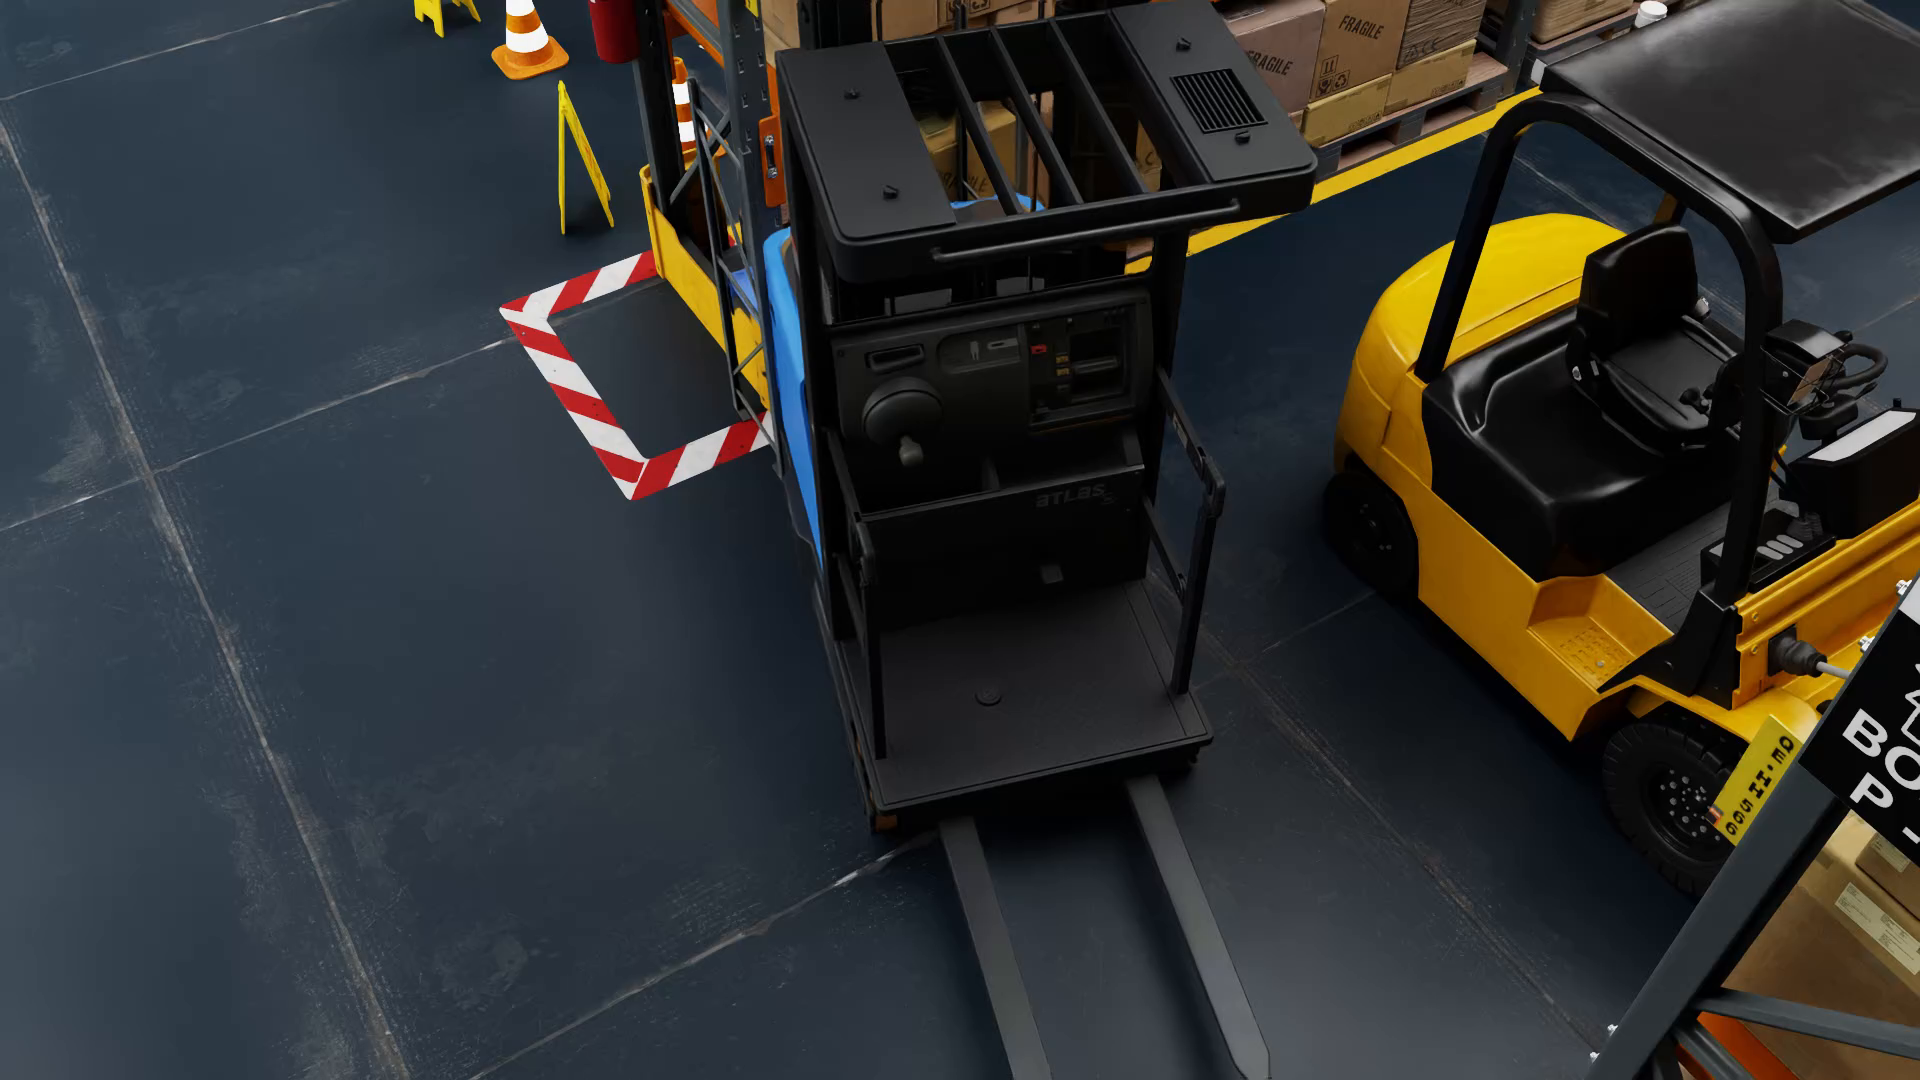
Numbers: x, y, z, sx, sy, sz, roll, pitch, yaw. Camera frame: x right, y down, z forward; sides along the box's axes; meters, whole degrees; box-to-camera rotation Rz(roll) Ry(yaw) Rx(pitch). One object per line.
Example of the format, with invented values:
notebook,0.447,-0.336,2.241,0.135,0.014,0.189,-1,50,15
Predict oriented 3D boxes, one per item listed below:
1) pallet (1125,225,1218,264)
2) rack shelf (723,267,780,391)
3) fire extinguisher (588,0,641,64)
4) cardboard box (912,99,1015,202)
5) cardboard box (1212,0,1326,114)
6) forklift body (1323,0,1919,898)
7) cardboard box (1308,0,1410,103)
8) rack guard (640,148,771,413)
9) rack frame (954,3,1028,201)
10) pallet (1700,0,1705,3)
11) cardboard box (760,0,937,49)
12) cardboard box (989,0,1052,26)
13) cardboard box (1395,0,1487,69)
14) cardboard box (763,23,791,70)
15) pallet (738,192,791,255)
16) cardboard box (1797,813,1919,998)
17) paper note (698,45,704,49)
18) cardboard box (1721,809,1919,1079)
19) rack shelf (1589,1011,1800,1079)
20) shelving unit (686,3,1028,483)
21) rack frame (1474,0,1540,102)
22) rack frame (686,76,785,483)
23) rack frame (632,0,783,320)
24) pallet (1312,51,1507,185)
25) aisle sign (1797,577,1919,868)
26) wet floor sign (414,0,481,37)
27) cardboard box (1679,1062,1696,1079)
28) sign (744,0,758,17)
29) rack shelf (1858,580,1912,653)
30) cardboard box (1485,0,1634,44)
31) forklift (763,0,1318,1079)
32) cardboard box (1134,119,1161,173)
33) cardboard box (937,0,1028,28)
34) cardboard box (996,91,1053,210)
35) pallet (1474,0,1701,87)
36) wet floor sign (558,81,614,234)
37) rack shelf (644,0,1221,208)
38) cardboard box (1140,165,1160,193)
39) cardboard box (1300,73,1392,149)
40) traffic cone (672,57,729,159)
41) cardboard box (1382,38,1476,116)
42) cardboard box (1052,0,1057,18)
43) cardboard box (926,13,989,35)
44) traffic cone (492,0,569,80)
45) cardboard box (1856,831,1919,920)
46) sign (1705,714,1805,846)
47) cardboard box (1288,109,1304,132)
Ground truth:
pallet,0.830,-1.774,7.689,1.213,0.211,1.003,-25,53,-21
rack shelf,-0.336,-0.945,6.289,1.000,0.185,0.538,-21,51,-18
fire extinguisher,-1.314,-2.106,6.169,0.183,0.674,0.296,-25,53,-21
cardboard box,-0.121,-1.518,6.651,0.500,0.500,0.500,-27,54,-22
cardboard box,1.195,-2.142,7.207,0.500,0.500,0.500,-23,52,-19
forklift body,2.311,-0.379,5.147,1.214,2.155,2.313,-25,53,-21
cardboard box,1.626,-2.346,7.389,0.500,0.500,0.500,-24,53,-20
rack guard,-0.907,-1.086,6.882,0.348,0.500,1.175,-25,53,-21
rack frame,0.112,-1.243,6.313,0.032,1.500,0.500,-21,51,-18
pallet,4.103,-3.354,9.095,1.213,0.211,1.003,-25,53,-21
cardboard box,-0.422,-2.032,5.785,0.500,0.500,0.500,-26,53,-21
cardboard box,0.140,-2.044,6.230,0.250,0.149,0.380,-24,53,-20
cardboard box,2.055,-2.550,7.570,0.500,0.500,0.500,-26,53,-21
cardboard box,-0.573,-1.808,6.020,0.250,0.149,0.380,-25,53,-21
pallet,-0.201,-1.291,7.258,1.213,0.211,1.003,-25,53,-21
cardboard box,1.824,0.683,3.132,0.250,0.149,0.380,-24,53,-20
paper note,-1.234,-2.533,8.485,0.148,0.019,0.142,30,55,24
cardboard box,1.957,0.852,3.416,0.500,0.500,0.500,-26,53,-22
rack shelf,3.372,0.689,4.109,4.000,0.370,1.077,-25,53,-21
shelving unit,-0.338,-1.066,6.156,1.048,1.500,0.538,-21,51,-18
rack frame,2.412,-3.481,7.341,0.127,3.000,1.000,-25,53,-21
rack frame,-0.788,-0.889,5.999,0.032,1.500,0.500,-21,51,-18
rack frame,-0.971,-1.887,5.922,0.127,3.000,1.000,-25,53,-21
pallet,1.863,-2.263,8.124,1.213,0.211,1.003,-25,53,-21
aisle sign,1.468,0.223,2.302,0.004,0.787,0.394,-25,53,-21
wet floor sign,-2.666,-2.928,8.425,0.232,0.644,0.267,-34,57,-27
cardboard box,1.904,1.309,3.966,0.500,0.250,0.500,-24,52,-20
sign,-0.681,-1.832,5.293,0.005,0.325,0.100,-25,53,-21
rack shelf,3.372,-0.308,2.989,4.000,0.370,1.077,-25,53,-21
cardboard box,2.854,-2.957,8.353,0.625,0.372,0.950,-25,53,-20
forklift,0.159,-0.360,4.608,1.130,2.935,3.031,-11,49,-10
cardboard box,0.747,-1.924,7.012,0.500,0.500,0.500,-24,53,-20
cardboard box,0.014,-2.241,5.971,0.500,0.500,0.500,-24,52,-20
cardboard box,0.319,-1.729,6.839,0.500,0.500,0.500,-27,54,-22
pallet,3.070,-2.864,8.660,1.213,0.211,1.003,-25,53,-21
wet floor sign,-1.703,-1.704,7.335,0.232,0.644,0.267,-9,49,-8
rack shelf,0.721,-2.444,6.900,4.000,0.370,1.077,-25,53,-21
cardboard box,0.749,-1.683,7.300,0.500,0.250,0.500,-22,52,-18
cardboard box,1.610,-2.082,7.656,0.500,0.250,0.500,-27,53,-22
traffic cone,-1.296,-2.029,7.747,0.334,0.463,0.336,-25,53,-21
cardboard box,2.055,-2.300,7.850,0.500,0.250,0.500,-23,52,-19
cardboard box,0.340,-2.168,6.341,0.250,0.149,0.380,-24,53,-20
cardboard box,-0.100,-1.972,6.166,0.250,0.149,0.380,-27,54,-22
traffic cone,-2.175,-2.595,8.251,0.334,0.463,0.336,-25,53,-21
cardboard box,1.871,0.623,2.986,0.250,0.149,0.380,-25,53,-21
sign,1.403,0.435,2.920,0.005,0.325,0.100,-25,53,-21
cardboard box,1.178,-1.882,7.478,0.500,0.250,0.500,-24,53,-20
